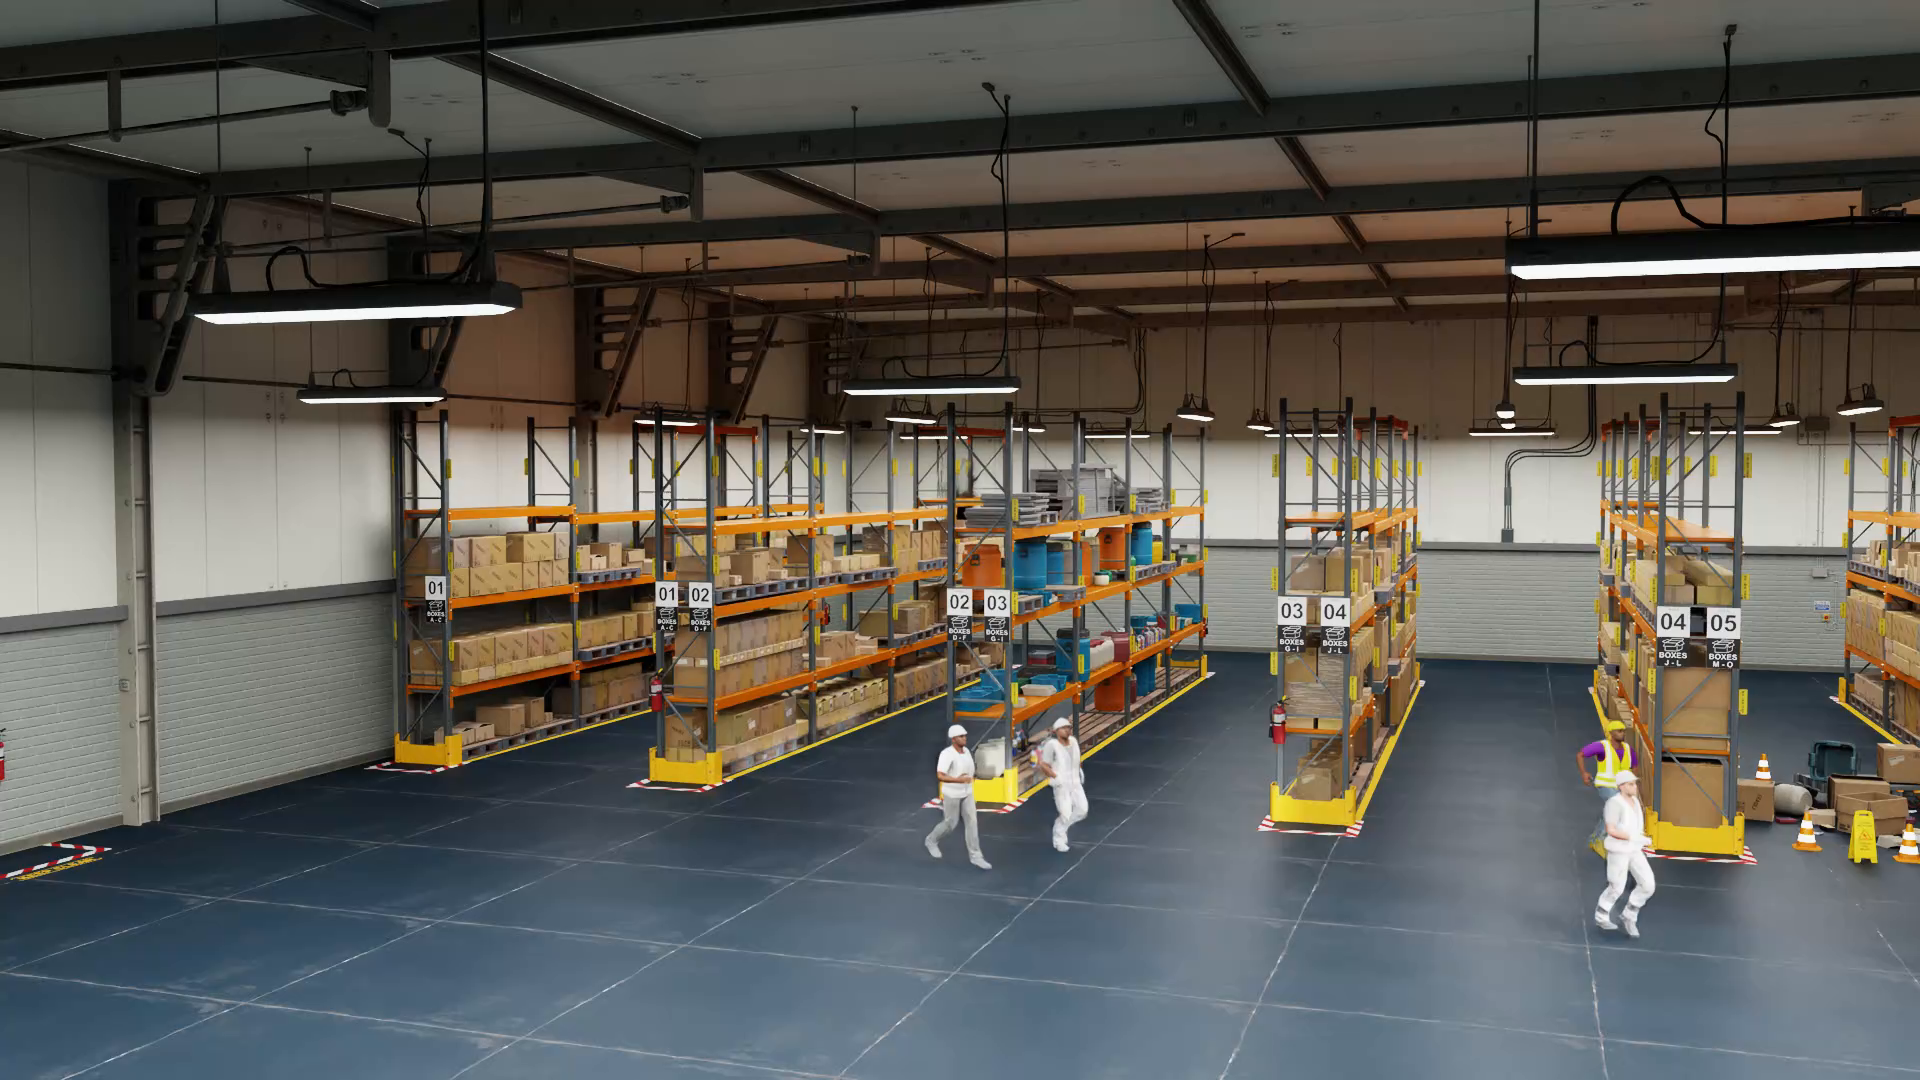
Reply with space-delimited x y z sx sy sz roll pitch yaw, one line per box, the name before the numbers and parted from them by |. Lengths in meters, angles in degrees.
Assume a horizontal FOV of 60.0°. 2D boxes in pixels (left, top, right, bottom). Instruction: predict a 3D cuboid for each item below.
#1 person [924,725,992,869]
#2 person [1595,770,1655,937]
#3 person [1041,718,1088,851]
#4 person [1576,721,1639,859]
person | -0.043 3.197 20.851 0.988 1.766 0.699 2 3 41
person | 7.132 3.361 17.743 0.690 1.821 0.710 -2 3 -32
person | 1.398 3.198 21.761 0.690 1.739 0.525 -2 3 -36
person | 8.437 3.208 21.502 0.713 1.744 0.660 -1 3 -22
